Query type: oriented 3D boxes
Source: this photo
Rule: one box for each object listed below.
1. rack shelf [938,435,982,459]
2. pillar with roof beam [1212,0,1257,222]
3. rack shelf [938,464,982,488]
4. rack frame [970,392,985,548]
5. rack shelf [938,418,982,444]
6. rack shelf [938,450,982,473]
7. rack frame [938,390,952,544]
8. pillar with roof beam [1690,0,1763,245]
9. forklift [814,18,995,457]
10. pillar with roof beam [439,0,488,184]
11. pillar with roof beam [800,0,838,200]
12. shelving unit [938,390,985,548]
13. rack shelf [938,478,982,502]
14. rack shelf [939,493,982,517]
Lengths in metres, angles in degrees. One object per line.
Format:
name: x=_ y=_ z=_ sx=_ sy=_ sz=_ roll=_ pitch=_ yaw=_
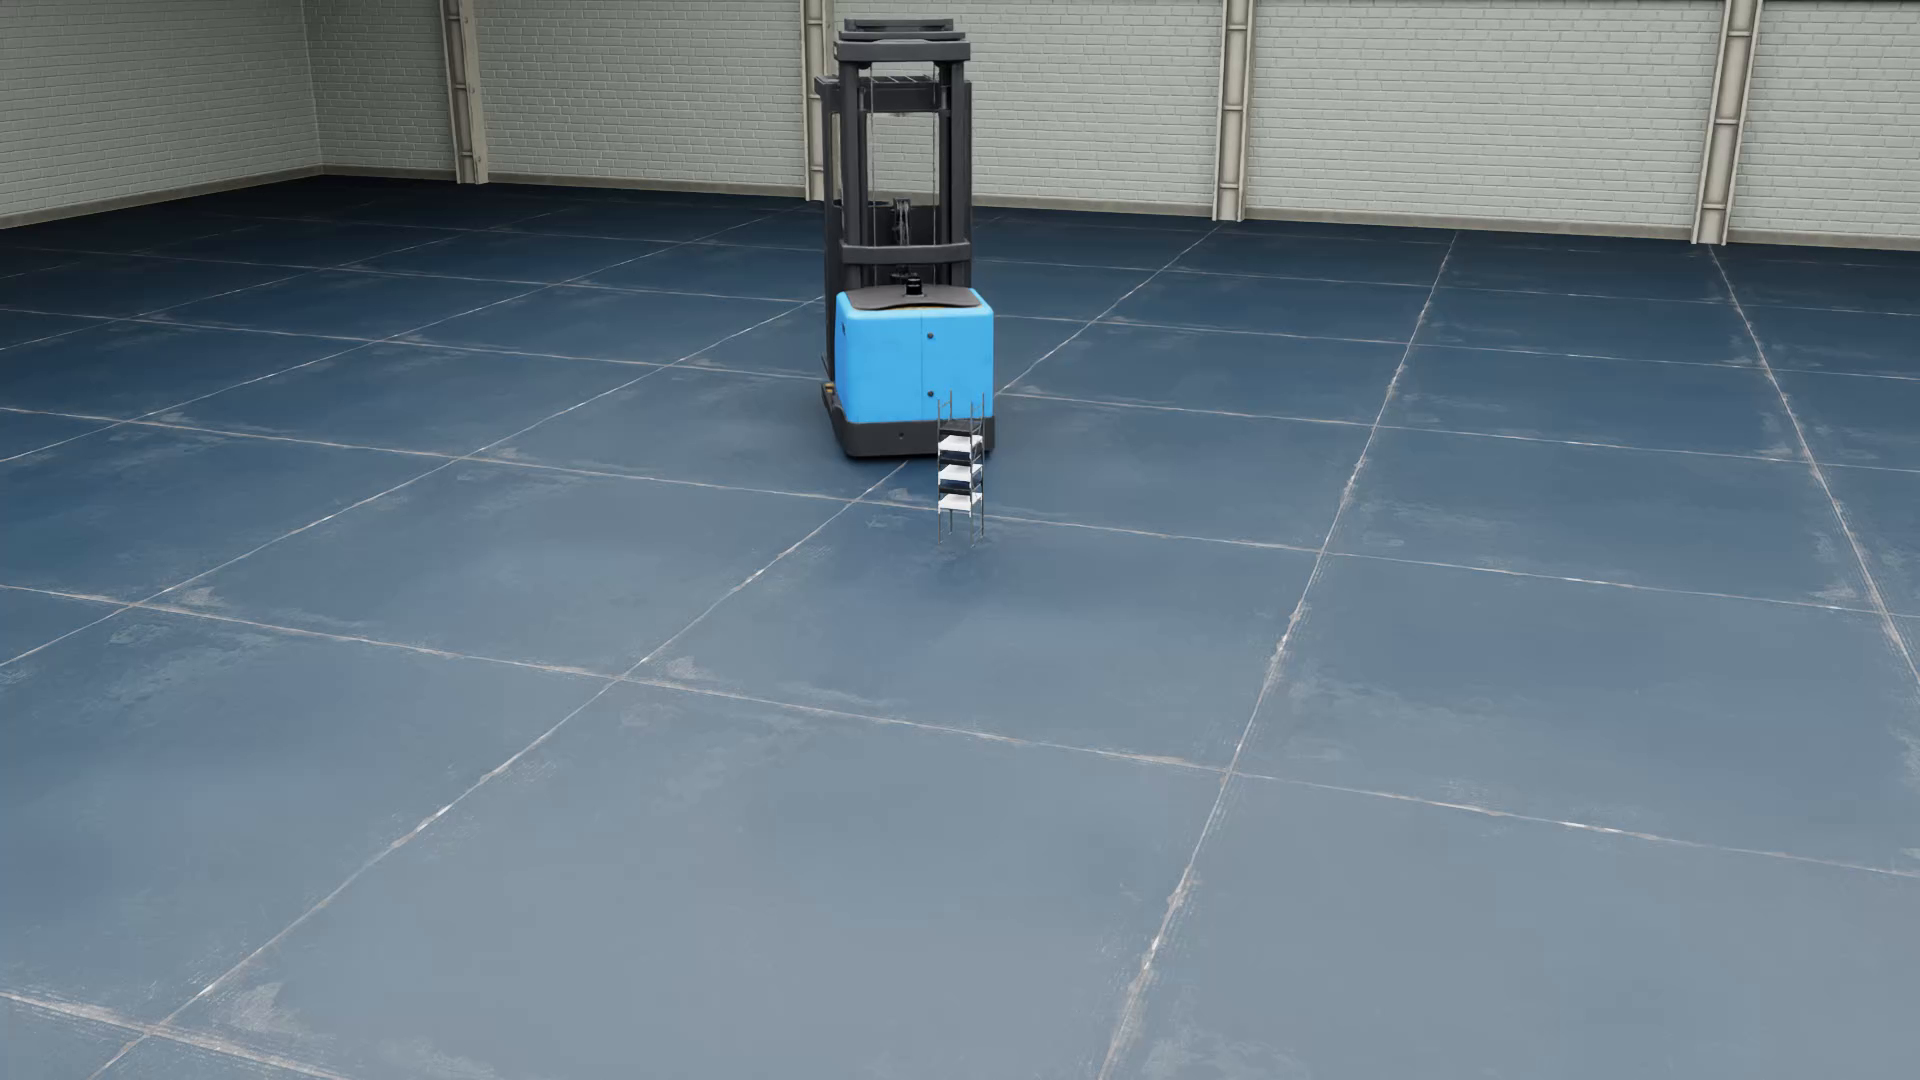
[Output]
rack shelf: x=0.008 y=-0.563 z=9.877 sx=0.200 sy=0.077 sz=0.258 roll=7 pitch=20 yaw=18
pillar with roof beam: x=2.230 y=-7.263 z=17.242 sx=0.400 sy=9.000 sz=9.100 roll=7 pitch=20 yaw=18
rack shelf: x=0.008 y=-0.393 z=9.937 sx=0.200 sy=0.077 sz=0.258 roll=7 pitch=20 yaw=18
rack frame: x=0.104 y=-0.413 z=9.894 sx=0.006 sy=0.900 sz=0.240 roll=7 pitch=20 yaw=18
rack shelf: x=0.008 y=-0.648 z=9.848 sx=0.200 sy=0.077 sz=0.258 roll=7 pitch=20 yaw=18
rack shelf: x=0.008 y=-0.478 z=9.907 sx=0.200 sy=0.077 sz=0.258 roll=7 pitch=20 yaw=18
rack frame: x=-0.088 y=-0.435 z=9.957 sx=0.006 sy=0.900 sz=0.240 roll=7 pitch=20 yaw=18
pillar with roof beam: x=7.898 y=-6.615 z=15.383 sx=0.400 sy=9.000 sz=9.100 roll=7 pitch=20 yaw=18
forklift: x=-0.495 y=-2.407 z=12.529 sx=1.130 sy=2.935 sz=3.031 roll=-3 pitch=19 yaw=-9
pillar with roof beam: x=-9.106 y=-8.560 z=20.960 sx=0.400 sy=9.000 sz=9.100 roll=7 pitch=20 yaw=18
pillar with roof beam: x=-3.438 y=-7.911 z=19.101 sx=0.400 sy=9.000 sz=9.100 roll=7 pitch=20 yaw=18
shelving unit: x=0.008 y=-0.424 z=9.926 sx=0.210 sy=0.900 sz=0.258 roll=7 pitch=20 yaw=18
rack shelf: x=0.008 y=-0.308 z=9.966 sx=0.200 sy=0.077 sz=0.258 roll=7 pitch=20 yaw=18
rack shelf: x=0.008 y=-0.223 z=9.996 sx=0.200 sy=0.077 sz=0.258 roll=7 pitch=20 yaw=18
